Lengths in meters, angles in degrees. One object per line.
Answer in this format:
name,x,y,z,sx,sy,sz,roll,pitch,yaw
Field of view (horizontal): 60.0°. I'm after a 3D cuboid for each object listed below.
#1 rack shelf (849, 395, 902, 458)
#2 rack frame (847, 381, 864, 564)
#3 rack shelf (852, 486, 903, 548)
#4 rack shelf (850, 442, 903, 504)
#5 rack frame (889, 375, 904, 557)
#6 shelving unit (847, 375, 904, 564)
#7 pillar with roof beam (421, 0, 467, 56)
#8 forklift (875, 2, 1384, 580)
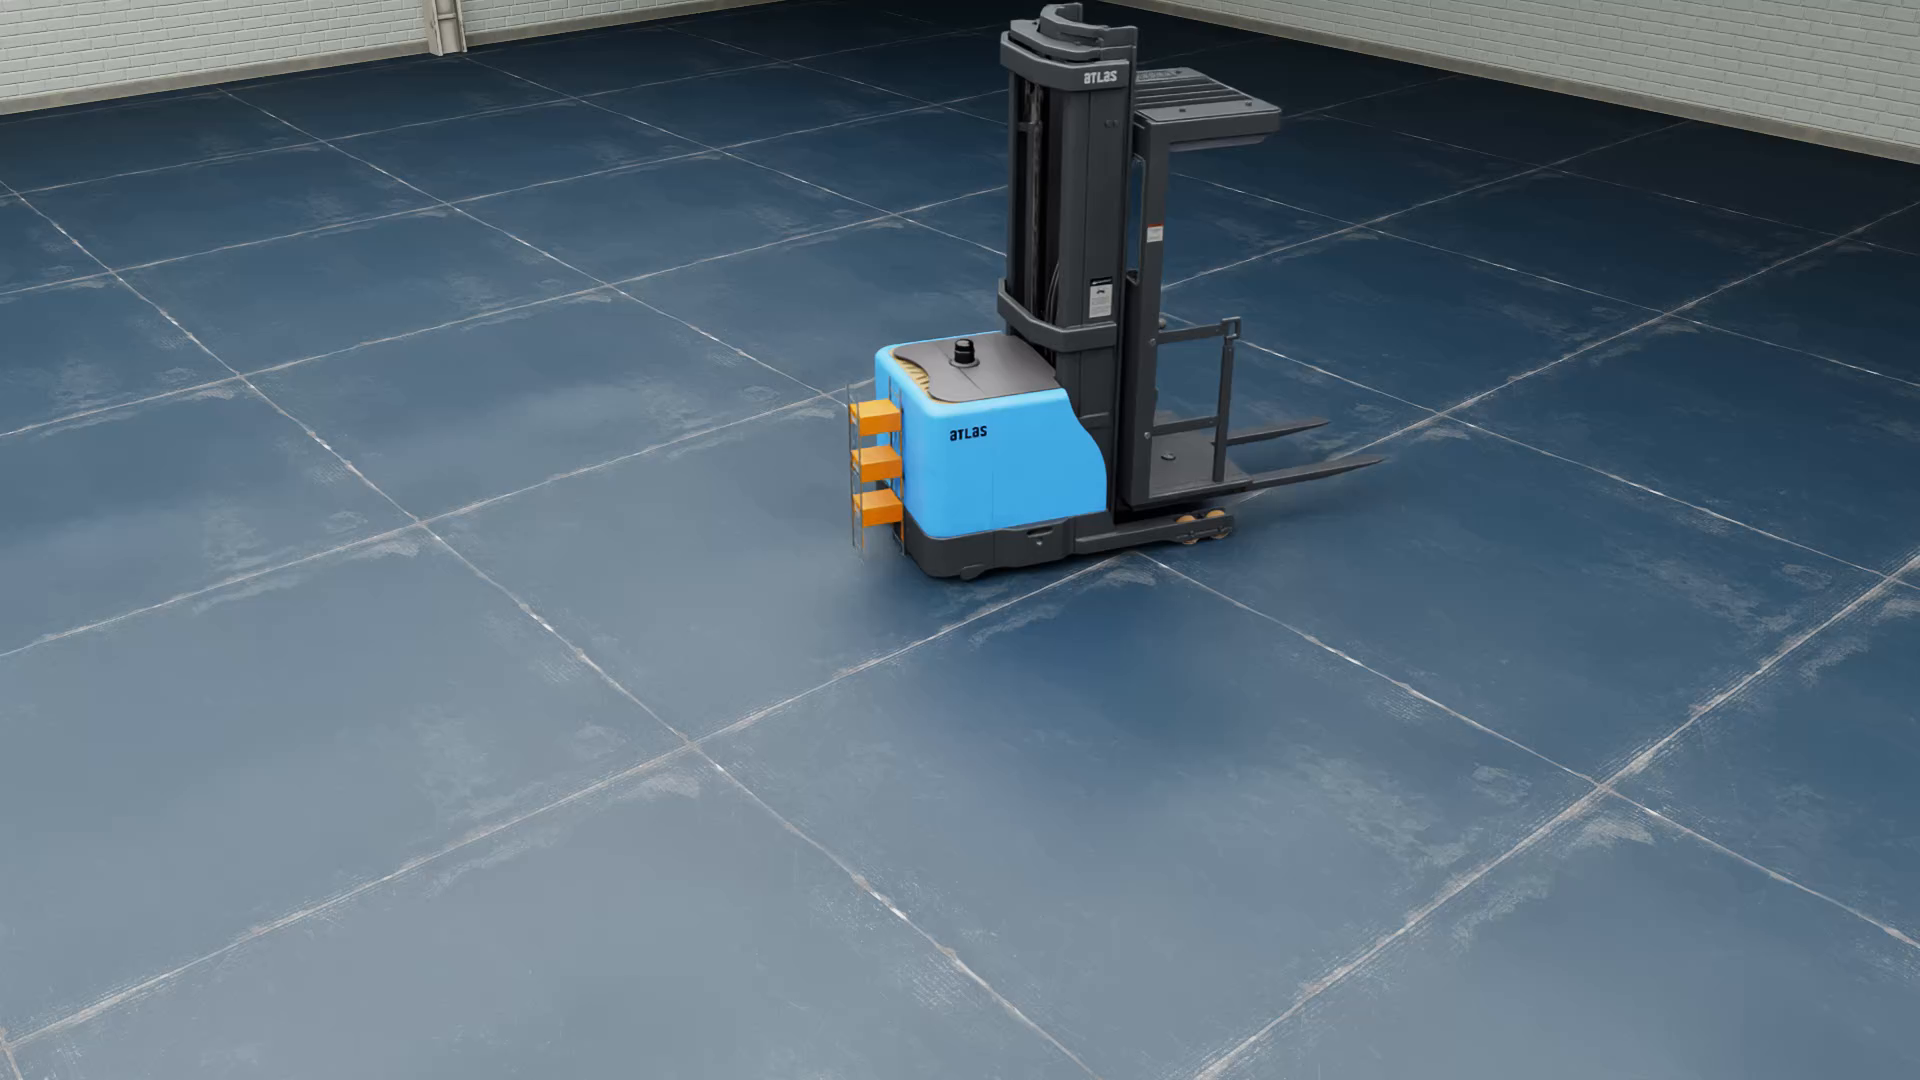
rack shelf,-0.472,-0.630,9.235,0.240,0.259,0.215,-10,30,-18
rack frame,-0.587,-0.369,9.326,0.008,1.050,0.200,-10,30,-18
rack shelf,-0.472,-0.134,9.500,0.240,0.259,0.215,-10,30,-18
rack shelf,-0.472,-0.380,9.369,0.240,0.259,0.215,-10,30,-18
rack frame,-0.358,-0.409,9.402,0.008,1.050,0.200,-10,30,-18
shelving unit,-0.472,-0.389,9.364,0.252,1.050,0.215,-10,30,-18
pillar with roof beam,-3.867,-8.779,16.630,0.400,9.000,9.100,-22,35,-35
forklift,1.070,-1.488,9.425,3.031,2.935,1.130,-10,30,-18
